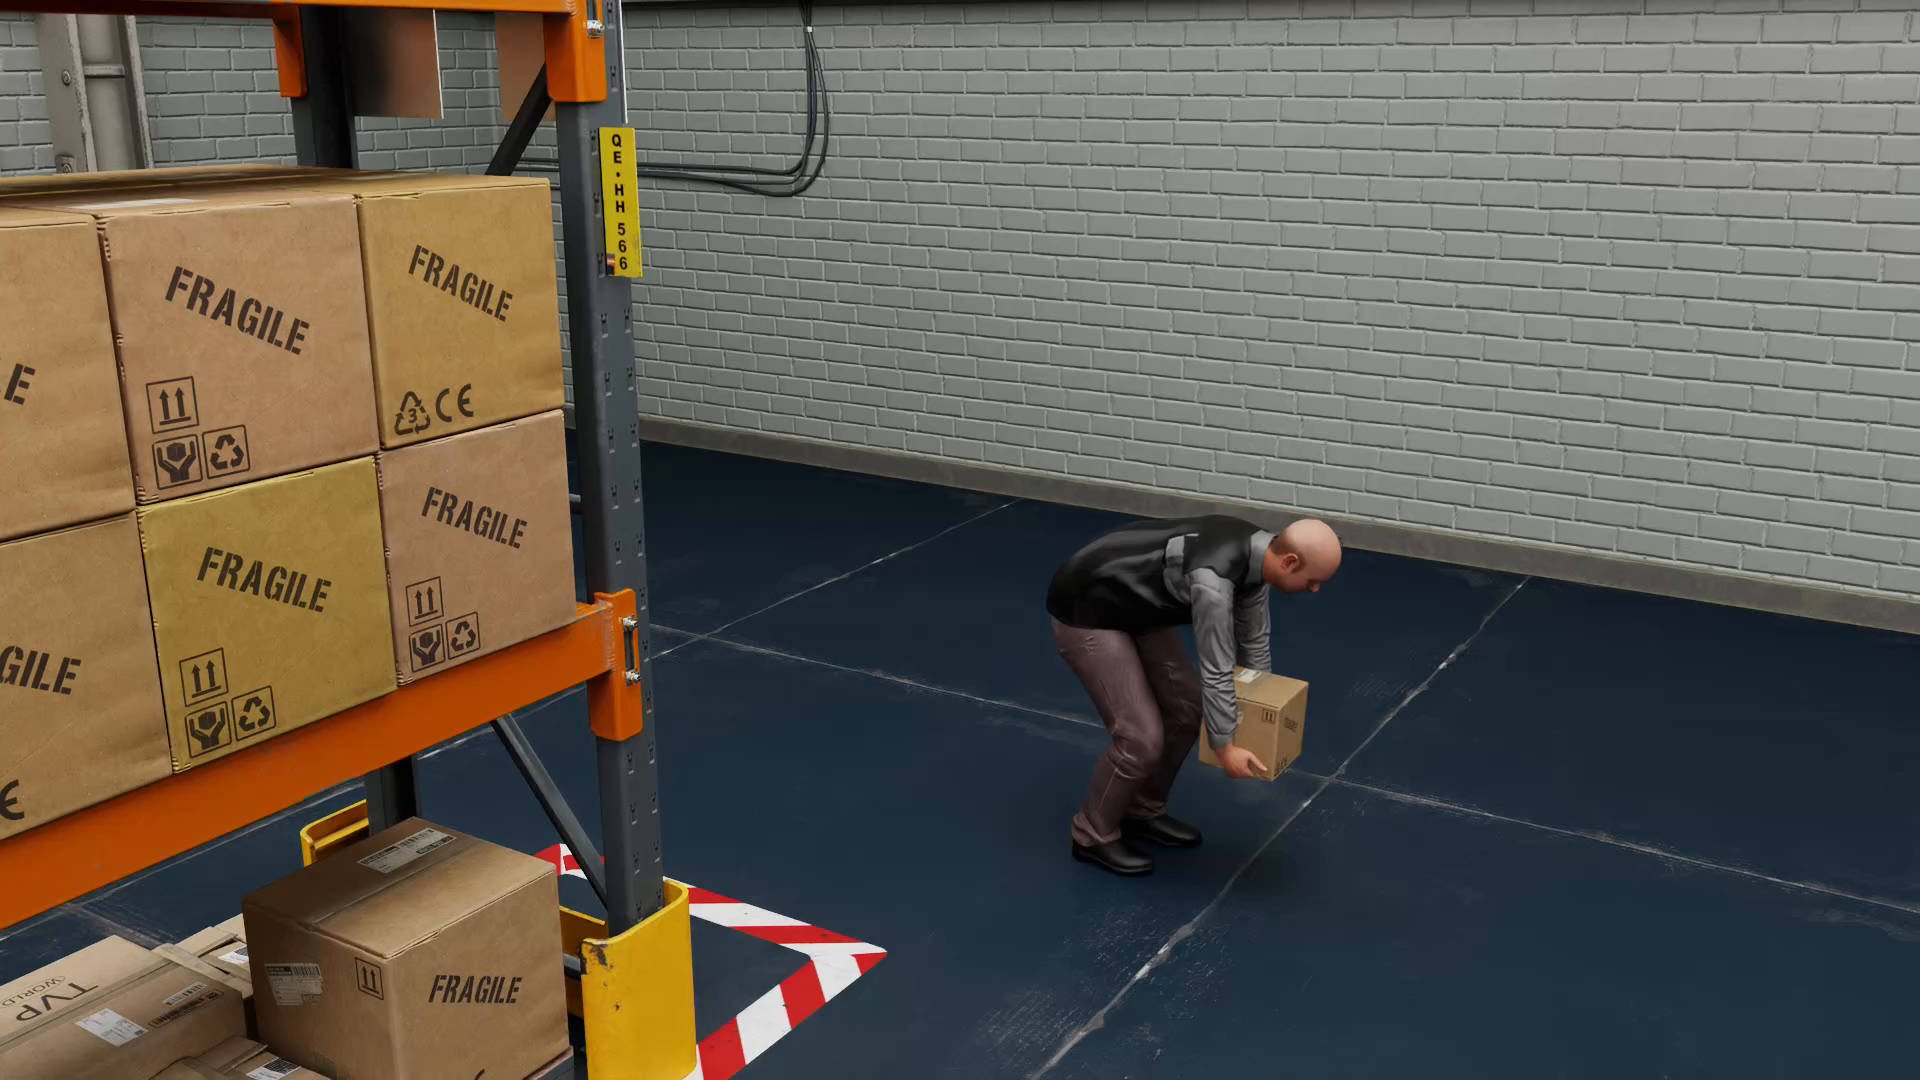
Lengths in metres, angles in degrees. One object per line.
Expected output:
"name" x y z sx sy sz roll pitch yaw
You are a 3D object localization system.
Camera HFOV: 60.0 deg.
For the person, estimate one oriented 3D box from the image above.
"person" 0.734 0.476 5.340 0.925 1.215 0.478 9 18 28
